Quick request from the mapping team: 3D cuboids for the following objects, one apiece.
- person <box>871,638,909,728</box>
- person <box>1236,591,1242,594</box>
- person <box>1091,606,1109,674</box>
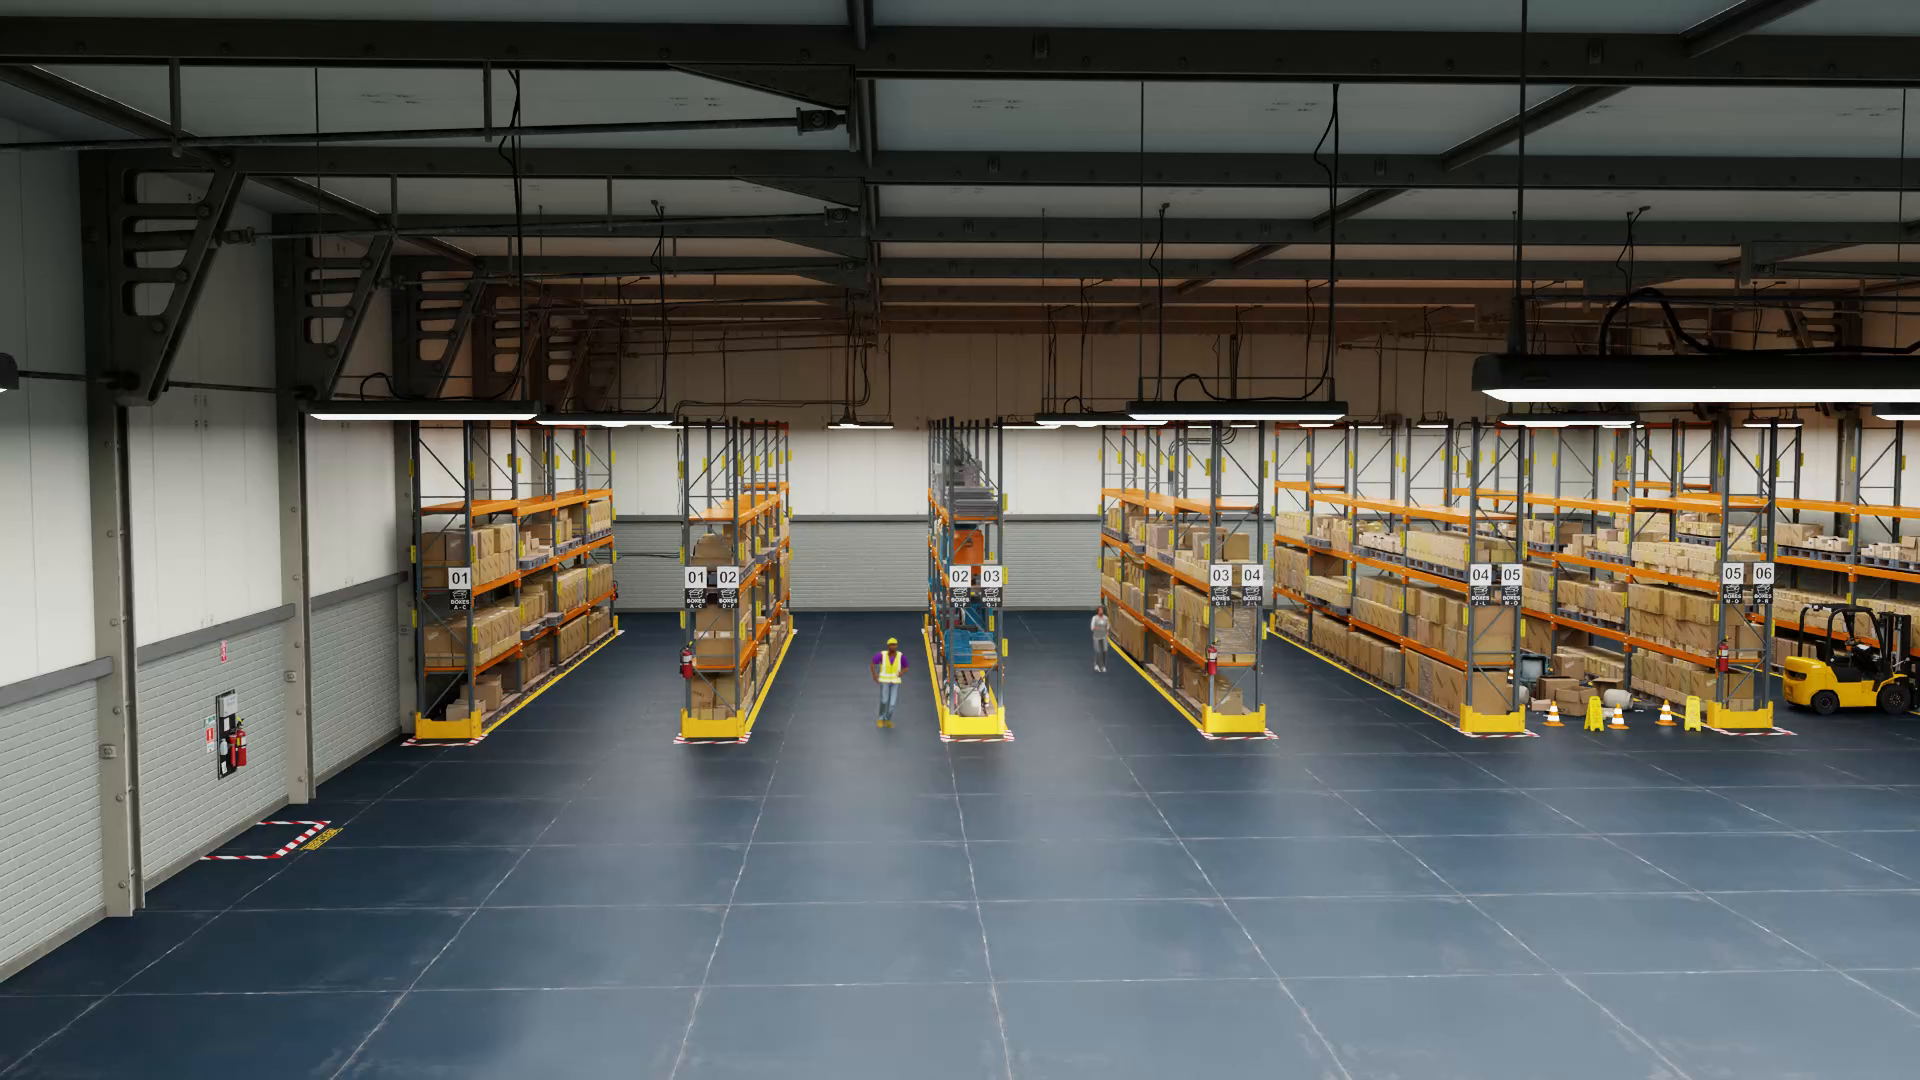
[{"bbox_3d":[-1.339,2.772,32.111,0.733,1.774,0.570,-1,4,-9],"label":"person"},{"bbox_3d":[7.820,1.869,45.987,0.710,1.742,0.687,0,4,-3],"label":"person"},{"bbox_3d":[3.327,2.359,39.368,0.482,1.623,0.734,0,4,-4],"label":"person"}]
